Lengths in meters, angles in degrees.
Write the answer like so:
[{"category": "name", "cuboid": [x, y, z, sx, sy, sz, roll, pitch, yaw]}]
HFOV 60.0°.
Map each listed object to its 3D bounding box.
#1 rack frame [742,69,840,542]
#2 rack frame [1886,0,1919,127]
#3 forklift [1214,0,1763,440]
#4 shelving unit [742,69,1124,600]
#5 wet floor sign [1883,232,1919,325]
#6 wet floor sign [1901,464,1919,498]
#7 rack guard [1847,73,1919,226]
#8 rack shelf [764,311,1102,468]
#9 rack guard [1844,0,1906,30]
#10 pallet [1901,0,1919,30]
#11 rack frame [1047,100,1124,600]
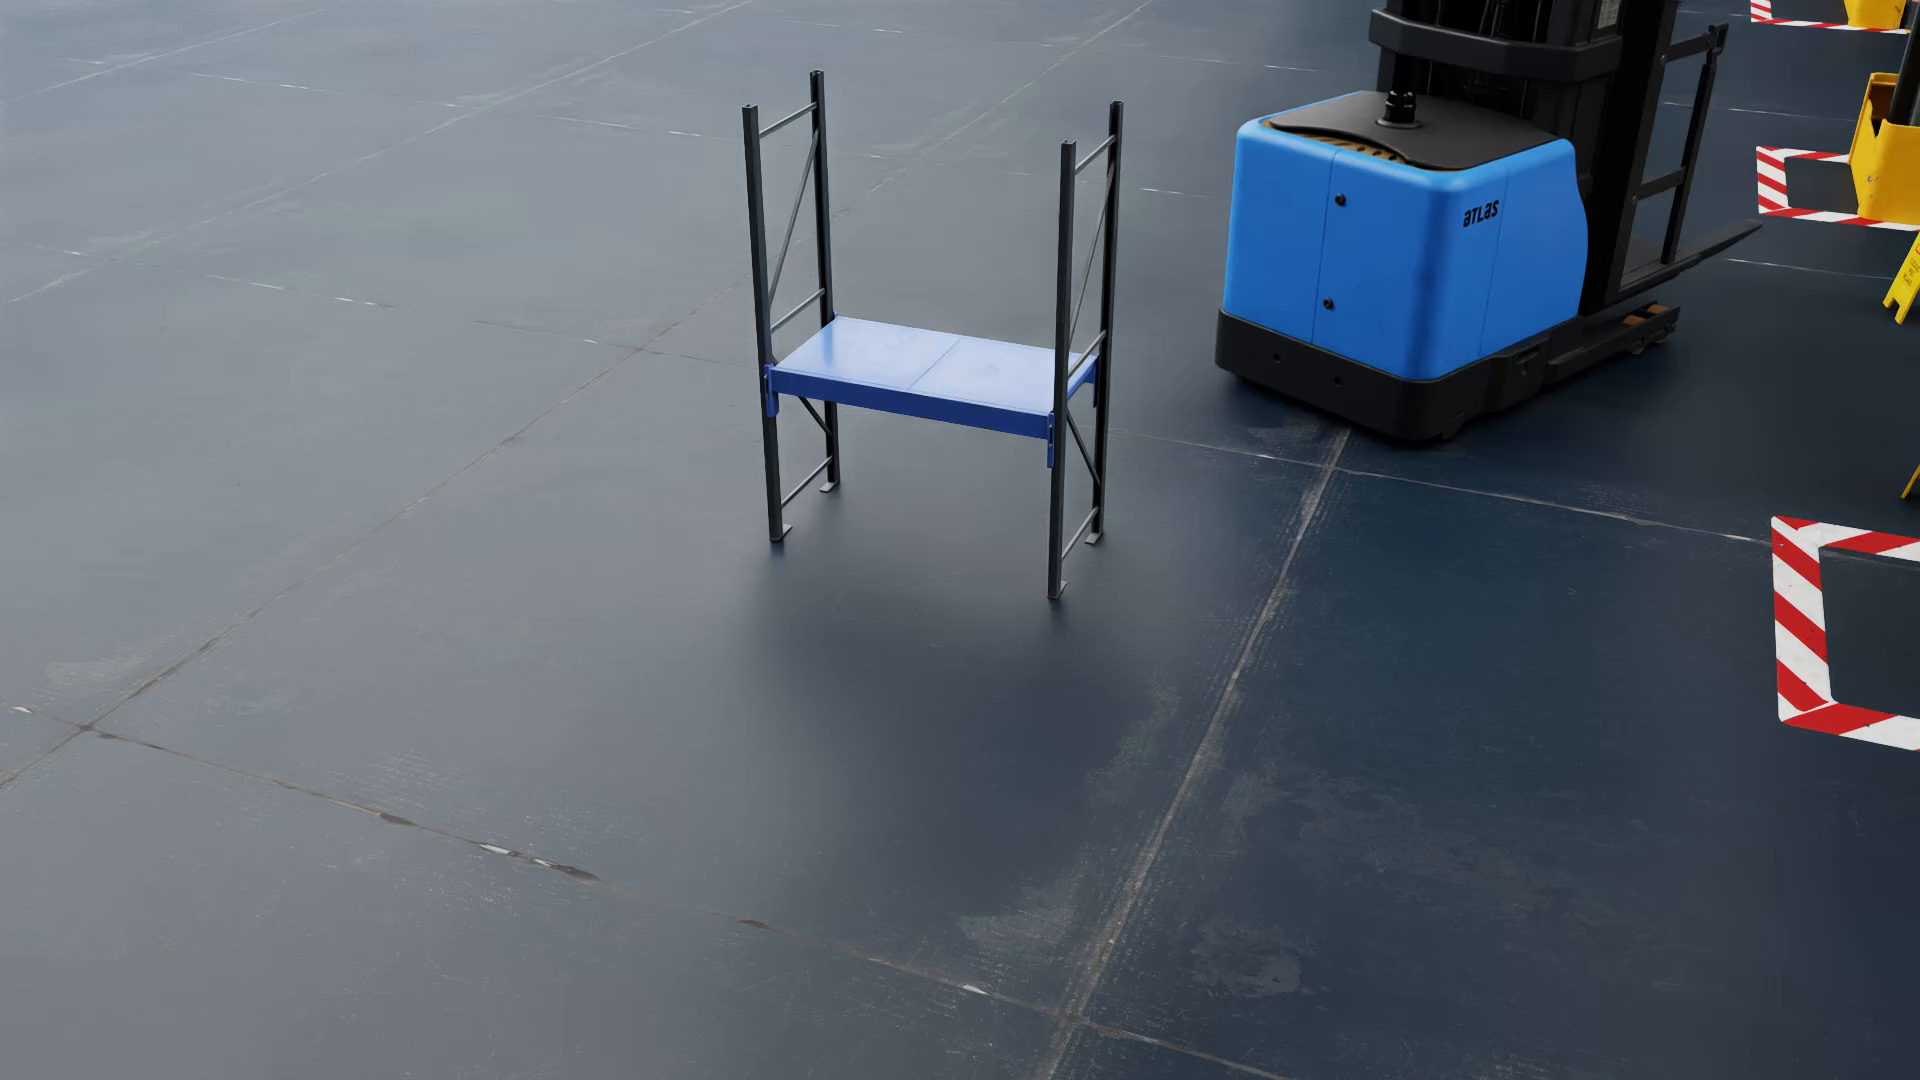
[{"category": "rack frame", "cuboid": [-0.550, -0.763, 5.575, 0.032, 1.500, 0.500, 11, 31, 19]}, {"category": "rack frame", "cuboid": [5.122, -3.222, 8.401, 0.127, 3.000, 1.000, 11, 31, 19]}, {"category": "forklift", "cuboid": [2.503, -2.248, 6.748, 3.031, 2.935, 1.130, -23, 37, -35]}, {"category": "shelving unit", "cuboid": [-0.079, -0.669, 5.409, 1.048, 1.500, 0.538, 11, 31, 19]}, {"category": "wet floor sign", "cuboid": [4.351, -1.299, 7.393, 0.232, 0.644, 0.267, 6, 30, 11]}, {"category": "wet floor sign", "cuboid": [3.581, -0.444, 5.880, 0.232, 0.644, 0.267, 24, 37, 36]}, {"category": "rack guard", "cuboid": [5.100, -2.138, 9.024, 0.348, 0.500, 1.175, 11, 31, 19]}, {"category": "rack shelf", "cuboid": [-0.079, -0.512, 5.497, 1.000, 0.185, 0.538, 11, 31, 19]}, {"category": "rack guard", "cuboid": [7.151, -4.362, 12.959, 0.348, 0.500, 1.175, 11, 31, 19]}, {"category": "pallet", "cuboid": [7.891, -4.070, 12.736, 1.213, 0.211, 1.003, 11, 31, 19]}, {"category": "rack frame", "cuboid": [0.392, -0.575, 5.242, 0.032, 1.500, 0.500, 11, 31, 19]}]
